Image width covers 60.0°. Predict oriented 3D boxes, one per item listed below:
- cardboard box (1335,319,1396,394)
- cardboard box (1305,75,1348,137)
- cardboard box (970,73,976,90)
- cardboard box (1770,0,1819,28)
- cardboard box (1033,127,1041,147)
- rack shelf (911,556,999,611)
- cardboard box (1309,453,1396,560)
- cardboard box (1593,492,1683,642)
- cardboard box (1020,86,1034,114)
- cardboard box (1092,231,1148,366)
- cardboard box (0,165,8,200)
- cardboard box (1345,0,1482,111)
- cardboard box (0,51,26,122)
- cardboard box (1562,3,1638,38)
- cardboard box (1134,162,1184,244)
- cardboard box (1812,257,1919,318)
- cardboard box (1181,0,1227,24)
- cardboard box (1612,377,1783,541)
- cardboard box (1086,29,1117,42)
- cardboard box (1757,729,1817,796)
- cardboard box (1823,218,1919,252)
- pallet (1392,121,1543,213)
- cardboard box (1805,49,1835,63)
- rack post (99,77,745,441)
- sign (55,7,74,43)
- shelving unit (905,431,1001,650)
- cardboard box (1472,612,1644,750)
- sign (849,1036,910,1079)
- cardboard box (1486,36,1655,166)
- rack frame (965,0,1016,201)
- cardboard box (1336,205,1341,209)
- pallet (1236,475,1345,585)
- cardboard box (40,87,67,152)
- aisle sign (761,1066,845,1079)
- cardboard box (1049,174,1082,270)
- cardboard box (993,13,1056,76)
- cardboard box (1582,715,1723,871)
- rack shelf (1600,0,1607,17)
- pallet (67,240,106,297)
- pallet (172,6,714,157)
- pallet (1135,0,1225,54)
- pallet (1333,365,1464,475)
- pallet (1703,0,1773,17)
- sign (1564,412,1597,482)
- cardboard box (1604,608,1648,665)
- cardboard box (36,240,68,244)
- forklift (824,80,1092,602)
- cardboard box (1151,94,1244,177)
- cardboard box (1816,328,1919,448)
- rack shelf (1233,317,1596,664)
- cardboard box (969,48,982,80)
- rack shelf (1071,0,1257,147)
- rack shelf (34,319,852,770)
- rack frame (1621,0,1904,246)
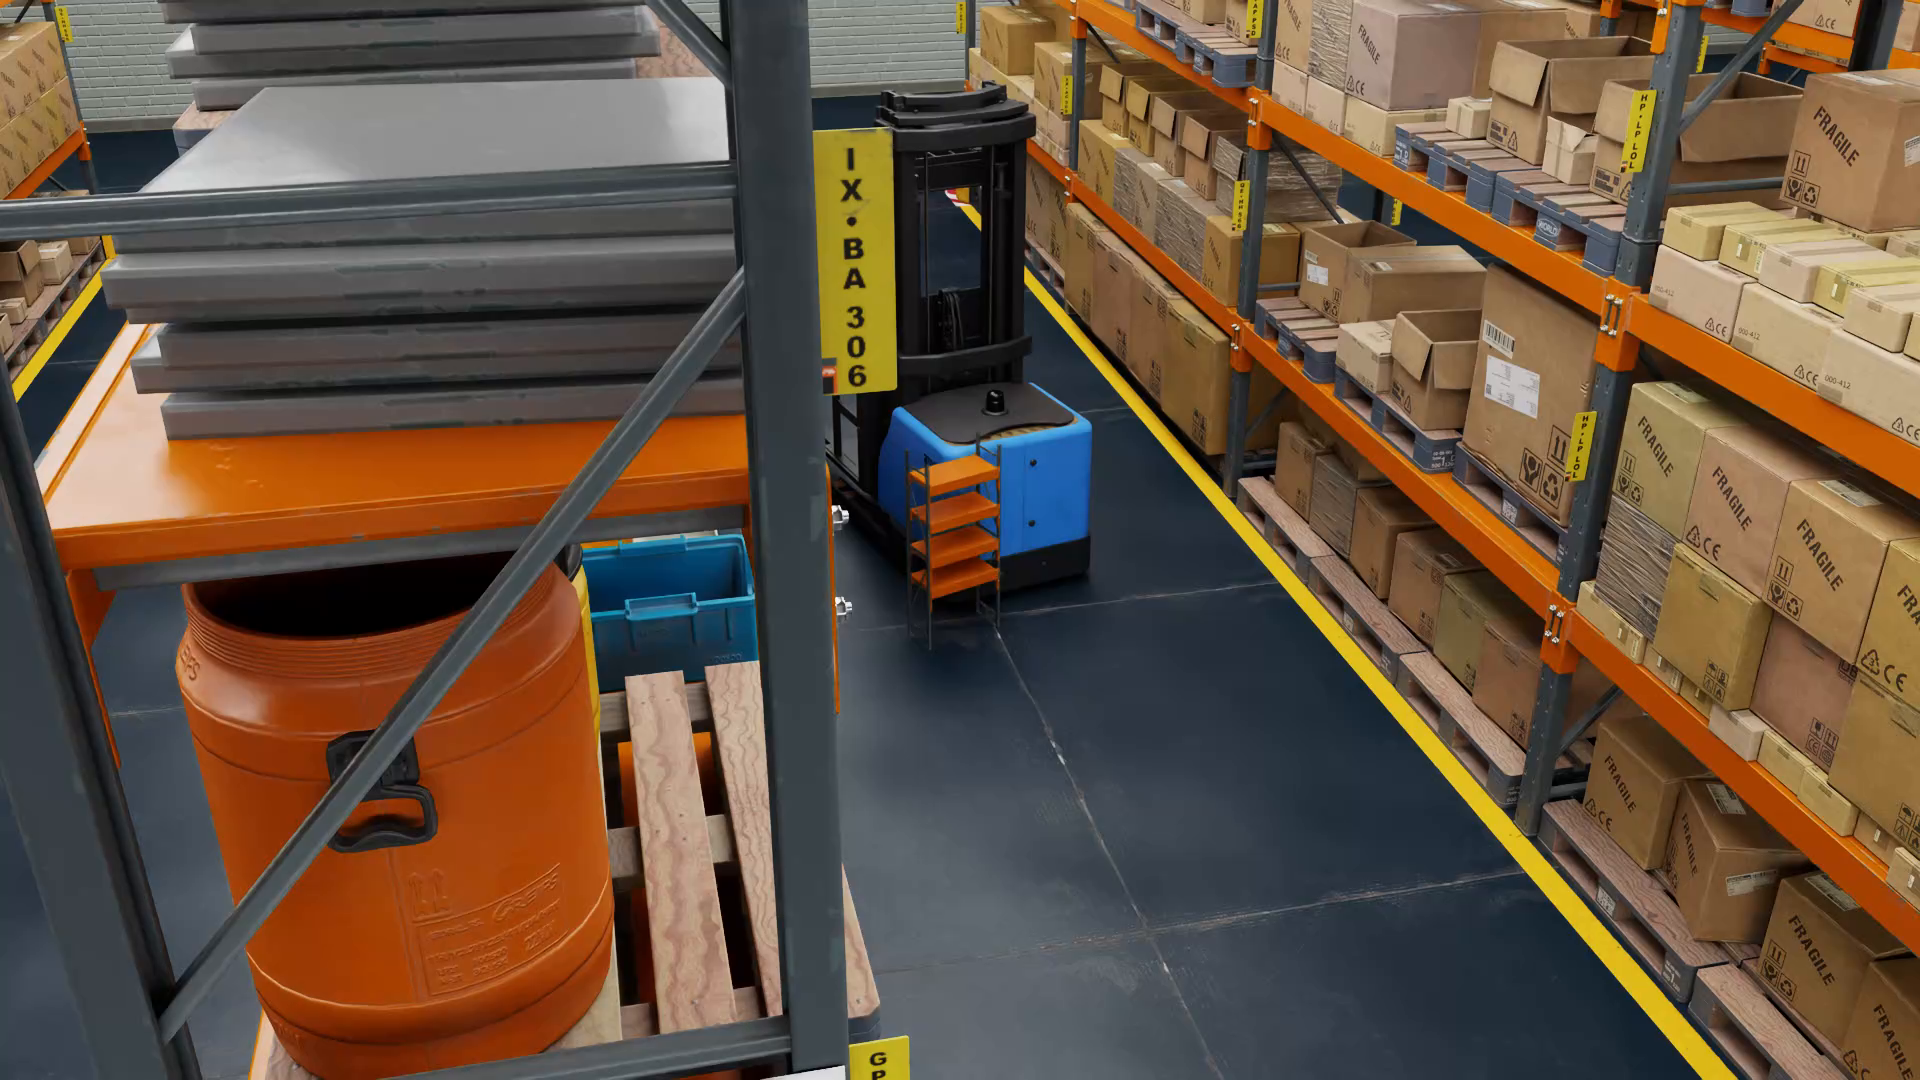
[{"bbox_3d":[2.512,-1.066,9.580,0.500,0.250,0.500,-7,28,-13],"label":"cardboard box"},{"bbox_3d":[2.331,-2.519,9.596,0.500,0.250,0.500,-5,27,-10],"label":"cardboard box"},{"bbox_3d":[0.314,-4.915,17.785,0.380,0.149,0.250,-6,27,-11],"label":"cardboard box"},{"bbox_3d":[6.603,-4.211,12.670,0.500,0.500,0.500,-6,27,-12],"label":"cardboard box"},{"bbox_3d":[0.895,-3.788,15.551,0.380,0.149,0.250,-5,27,-11],"label":"cardboard box"},{"bbox_3d":[-0.037,0.245,9.869,0.480,0.148,0.258,-16,31,-29],"label":"rack shelf"},{"bbox_3d":[2.666,-0.251,10.551,0.700,0.500,0.500,-8,28,-16],"label":"cardboard box"},{"bbox_3d":[3.301,0.078,7.173,0.875,0.500,0.500,-6,27,-12],"label":"cardboard box"},{"bbox_3d":[0.867,-4.145,15.816,0.500,0.250,0.500,-5,27,-11],"label":"cardboard box"},{"bbox_3d":[1.823,-2.029,13.679,1.225,0.875,0.875,-7,28,-13],"label":"cardboard box"},{"bbox_3d":[-8.163,-2.977,13.555,0.500,0.500,0.500,-5,27,-11],"label":"cardboard box"},{"bbox_3d":[2.444,-2.636,8.996,0.500,0.500,0.500,-7,28,-13],"label":"cardboard box"},{"bbox_3d":[-8.377,-3.862,14.198,0.500,0.500,0.500,-5,27,-10],"label":"cardboard box"},{"bbox_3d":[5.943,-4.723,15.574,0.500,0.500,0.500,-7,28,-13],"label":"cardboard box"},{"bbox_3d":[1.665,-2.611,12.830,0.500,0.500,0.500,-5,27,-11],"label":"cardboard box"},{"bbox_3d":[3.297,-0.890,5.926,0.380,0.149,0.250,-5,27,-10],"label":"cardboard box"},{"bbox_3d":[1.870,-3.906,11.601,0.500,0.500,0.500,-5,27,-9],"label":"cardboard box"},{"bbox_3d":[3.113,-0.349,6.909,0.500,0.500,0.500,-6,27,-12],"label":"cardboard box"},{"bbox_3d":[1.373,-4.543,15.771,0.500,0.500,0.500,-7,28,-13],"label":"cardboard box"},{"bbox_3d":[3.321,0.835,6.393,0.380,0.149,0.250,-6,27,-12],"label":"cardboard box"},{"bbox_3d":[3.586,-1.159,6.459,0.380,0.149,0.250,-6,27,-11],"label":"cardboard box"},{"bbox_3d":[2.988,-1.941,8.492,1.213,0.211,1.003,-6,27,-12],"label":"pallet"},{"bbox_3d":[10.180,-5.809,19.165,0.500,0.500,0.500,-6,27,-12],"label":"cardboard box"},{"bbox_3d":[-0.711,-0.490,2.634,0.937,0.300,0.954,-3,27,-6],"label":"rack post"},{"bbox_3d":[-8.552,-4.918,15.876,0.100,0.325,0.005,-6,27,-12],"label":"sign"},{"bbox_3d":[-0.038,0.007,9.749,0.503,1.200,0.258,-16,31,-29],"label":"shelving unit"},{"bbox_3d":[3.142,0.699,8.668,0.700,0.500,0.500,-8,28,-16],"label":"cardboard box"},{"bbox_3d":[-0.127,0.913,2.619,0.100,0.325,0.005,-6,27,-12],"label":"sign"},{"bbox_3d":[3.037,-2.151,8.120,0.797,0.503,0.637,-5,27,-9],"label":"cardboard box"},{"bbox_3d":[0.555,-5.217,18.103,1.000,3.000,0.127,-6,27,-12],"label":"rack frame"},{"bbox_3d":[2.395,-2.217,12.048,0.500,0.500,0.500,-7,28,-13],"label":"cardboard box"},{"bbox_3d":[2.533,-0.117,11.093,1.003,0.211,1.213,-6,27,-12],"label":"pallet"},{"bbox_3d":[-8.611,-3.861,15.306,0.500,0.500,0.500,-6,27,-11],"label":"cardboard box"},{"bbox_3d":[-0.363,1.152,2.601,0.394,0.787,0.004,-6,27,-12],"label":"aisle sign"},{"bbox_3d":[1.386,-2.998,15.598,0.875,0.875,0.875,-6,27,-12],"label":"cardboard box"},{"bbox_3d":[0.636,-4.933,16.545,0.500,0.500,0.500,-7,28,-13],"label":"cardboard box"},{"bbox_3d":[3.311,1.159,7.779,0.500,0.500,0.500,-7,28,-13],"label":"cardboard box"},{"bbox_3d":[5.861,-5.816,16.760,1.077,0.370,4.000,-6,27,-12],"label":"rack shelf"},{"bbox_3d":[-8.899,-2.584,15.982,1.003,0.211,1.213,-6,27,-12],"label":"pallet"},{"bbox_3d":[-1.075,-0.965,3.676,1.003,0.211,1.213,-6,27,-12],"label":"pallet"},{"bbox_3d":[1.907,-3.727,12.033,1.003,0.211,1.213,-5,27,-9],"label":"pallet"},{"bbox_3d":[2.844,-0.754,9.475,1.003,0.211,1.213,-6,27,-12],"label":"pallet"},{"bbox_3d":[6.584,-4.438,13.441,1.213,0.211,1.003,-6,27,-12],"label":"pallet"},{"bbox_3d":[2.720,-0.408,7.290,0.100,0.325,0.005,-6,27,-12],"label":"sign"},{"bbox_3d":[3.059,0.399,7.255,0.380,0.149,0.250,-6,27,-12],"label":"cardboard box"},{"bbox_3d":[-8.731,-2.743,15.859,0.380,0.166,0.250,-6,27,-12],"label":"cardboard box"},{"bbox_3d":[-0.279,-1.563,10.940,1.130,2.935,3.031,-13,29,-23],"label":"forklift"},{"bbox_3d":[1.908,-3.100,12.685,0.797,0.503,0.637,-5,27,-10],"label":"cardboard box"},{"bbox_3d":[3.337,-0.546,5.688,0.500,0.250,0.500,-7,28,-14],"label":"cardboard box"},{"bbox_3d":[2.809,-0.506,9.568,1.077,0.370,4.000,-6,27,-12],"label":"rack shelf"},{"bbox_3d":[0.400,-5.044,17.598,0.500,0.250,0.500,-7,28,-13],"label":"cardboard box"},{"bbox_3d":[1.908,-3.601,12.371,1.077,0.370,4.000,-6,27,-12],"label":"rack shelf"},{"bbox_3d":[-1.115,-0.746,3.830,1.077,0.370,4.000,-6,27,-12],"label":"rack shelf"},{"bbox_3d":[3.260,-2.627,6.314,1.000,3.000,0.127,-6,27,-12],"label":"rack frame"}]
